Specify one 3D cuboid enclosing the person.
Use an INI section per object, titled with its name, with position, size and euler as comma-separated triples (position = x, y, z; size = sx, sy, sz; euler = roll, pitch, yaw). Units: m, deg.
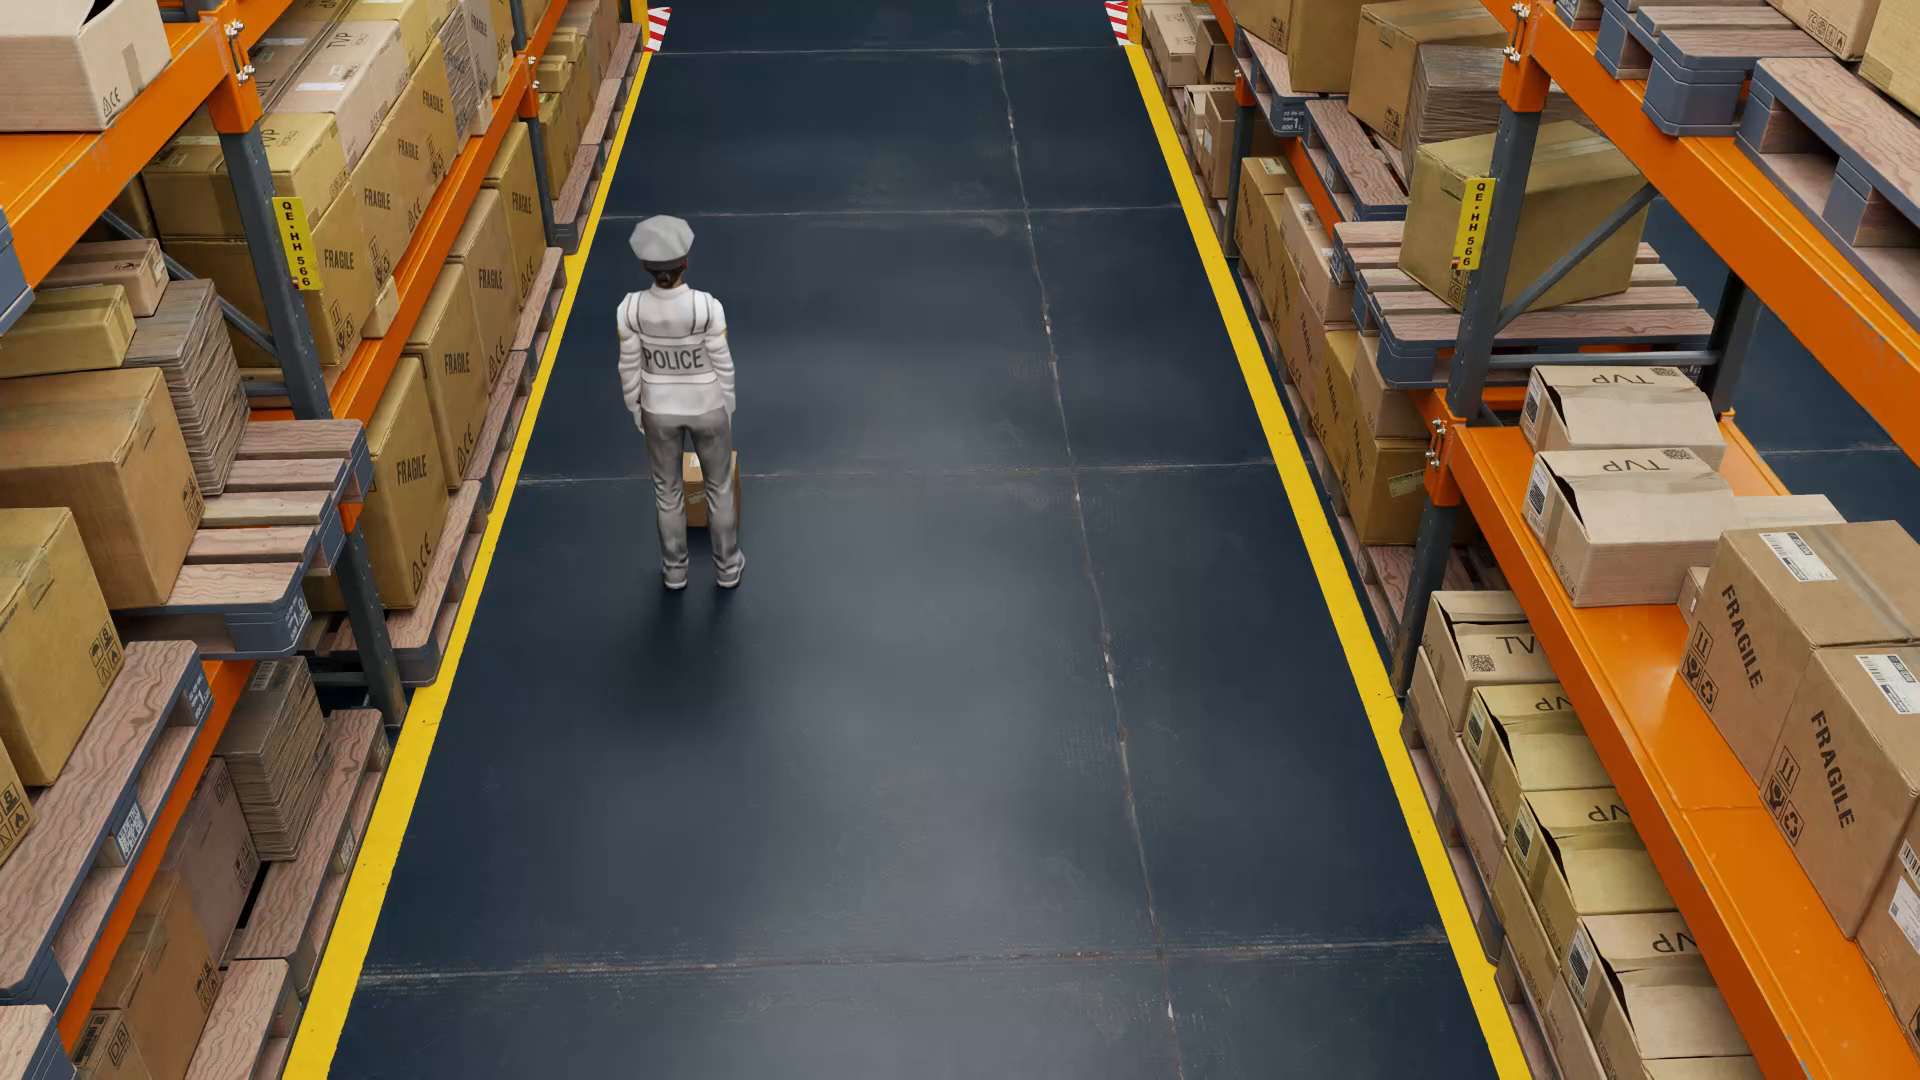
[person]
position = -1.151, -0.539, 6.897
size = 0.468, 1.680, 0.343
euler = -1, 35, -1
